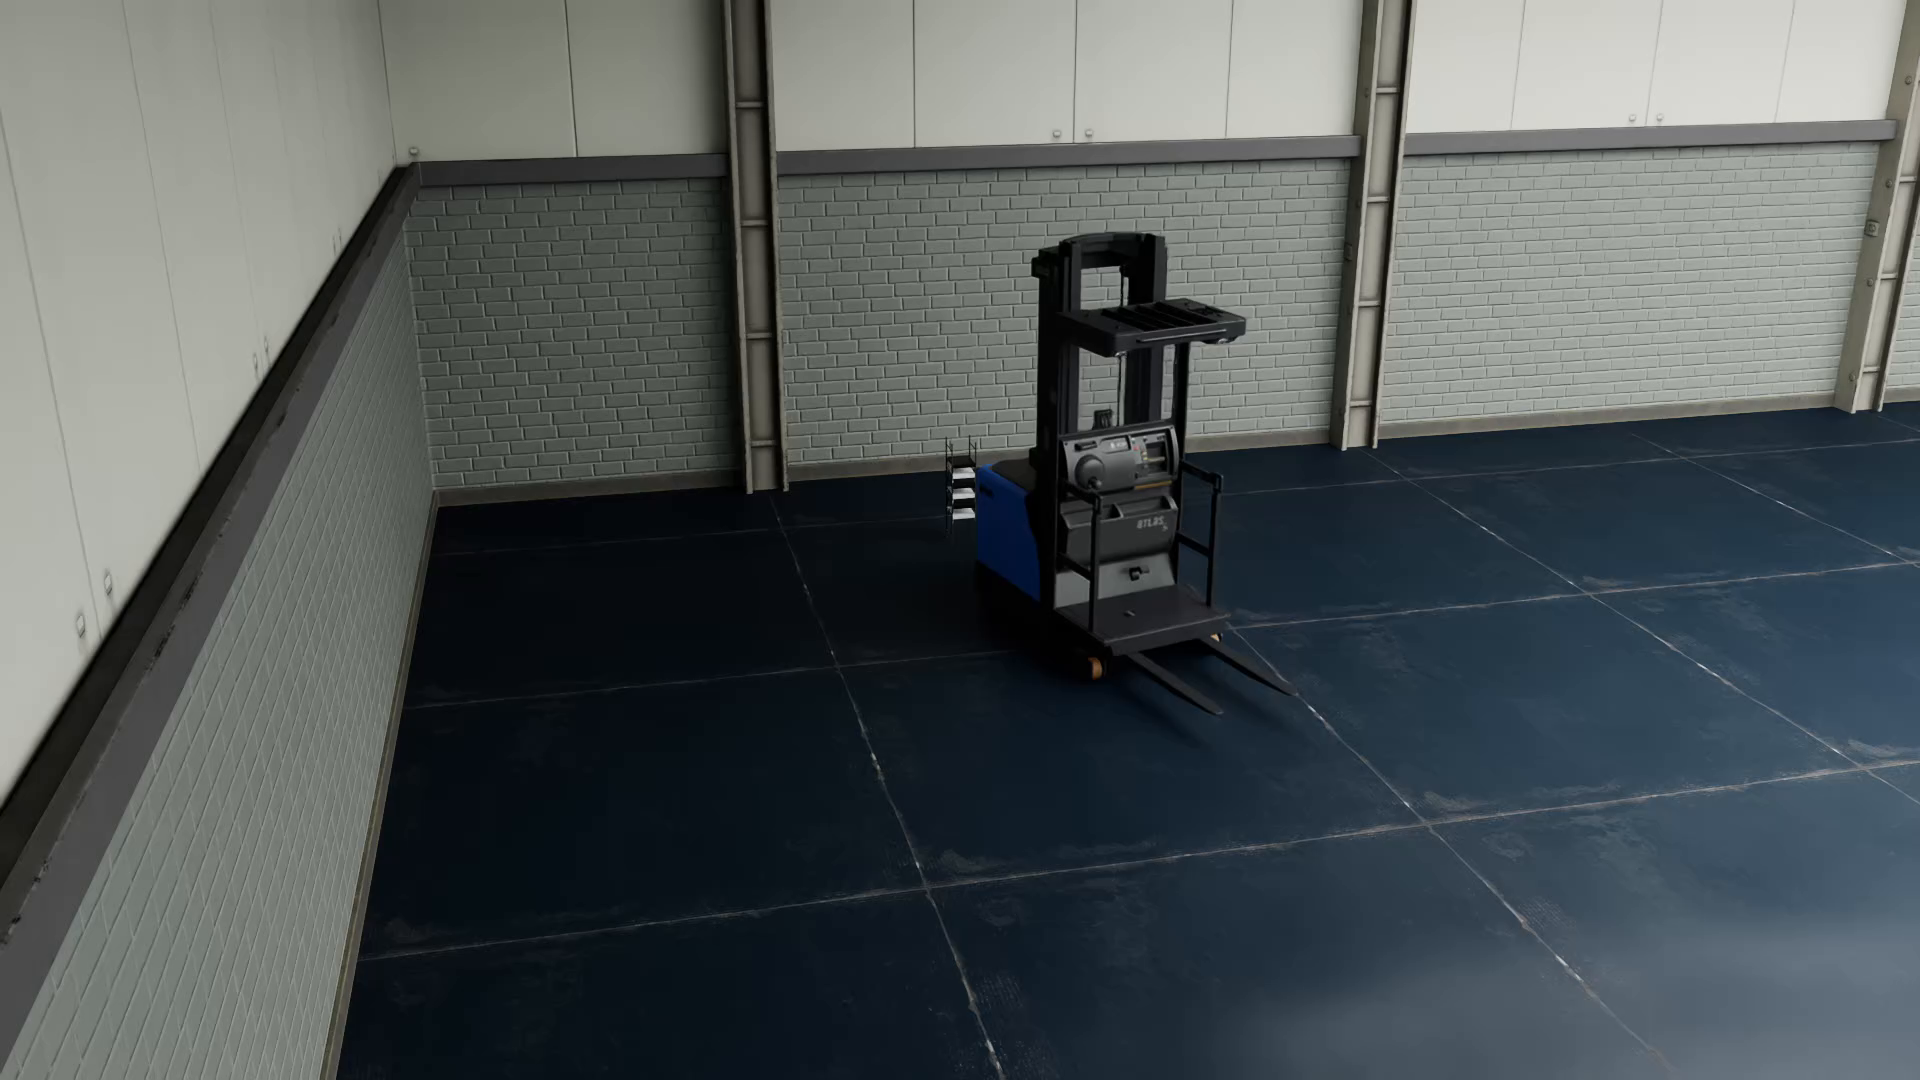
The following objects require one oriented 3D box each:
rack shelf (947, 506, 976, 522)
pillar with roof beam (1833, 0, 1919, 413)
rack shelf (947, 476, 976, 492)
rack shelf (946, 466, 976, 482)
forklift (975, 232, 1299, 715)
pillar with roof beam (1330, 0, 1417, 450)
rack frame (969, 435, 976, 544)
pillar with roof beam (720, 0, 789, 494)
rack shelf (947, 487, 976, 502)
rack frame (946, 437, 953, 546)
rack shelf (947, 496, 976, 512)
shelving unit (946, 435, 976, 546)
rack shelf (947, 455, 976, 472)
[{"bbox_3d":[0.008,-0.223,14.235,0.200,0.077,0.258,-5,21,-12],"label":"rack shelf"},{"bbox_3d":[10.837,-4.231,12.783,0.400,9.000,9.100,-5,21,-12],"label":"pillar with roof beam"},{"bbox_3d":[0.008,-0.476,14.142,0.200,0.077,0.258,-5,21,-12],"label":"rack shelf"},{"bbox_3d":[0.008,-0.561,14.111,0.200,0.077,0.258,-5,21,-12],"label":"rack shelf"},{"bbox_3d":[1.241,-0.569,11.606,1.130,2.935,3.031,-10,22,-25],"label":"forklift"},{"bbox_3d":[4.998,-3.756,11.486,0.400,9.000,9.100,-5,21,-12],"label":"pillar with roof beam"},{"bbox_3d":[0.107,-0.431,14.184,0.006,0.900,0.240,-5,21,-12],"label":"rack frame"},{"bbox_3d":[-0.841,-3.281,10.190,0.400,9.000,9.100,-5,21,-12],"label":"pillar with roof beam"},{"bbox_3d":[0.008,-0.392,14.173,0.200,0.077,0.258,-5,21,-12],"label":"rack shelf"},{"bbox_3d":[-0.091,-0.415,14.140,0.006,0.900,0.240,-5,21,-12],"label":"rack frame"},{"bbox_3d":[0.008,-0.307,14.204,0.200,0.077,0.258,-5,21,-12],"label":"rack shelf"},{"bbox_3d":[0.008,-0.423,14.162,0.210,0.900,0.258,-5,21,-12],"label":"shelving unit"},{"bbox_3d":[0.008,-0.645,14.080,0.200,0.077,0.258,-5,21,-12],"label":"rack shelf"}]
